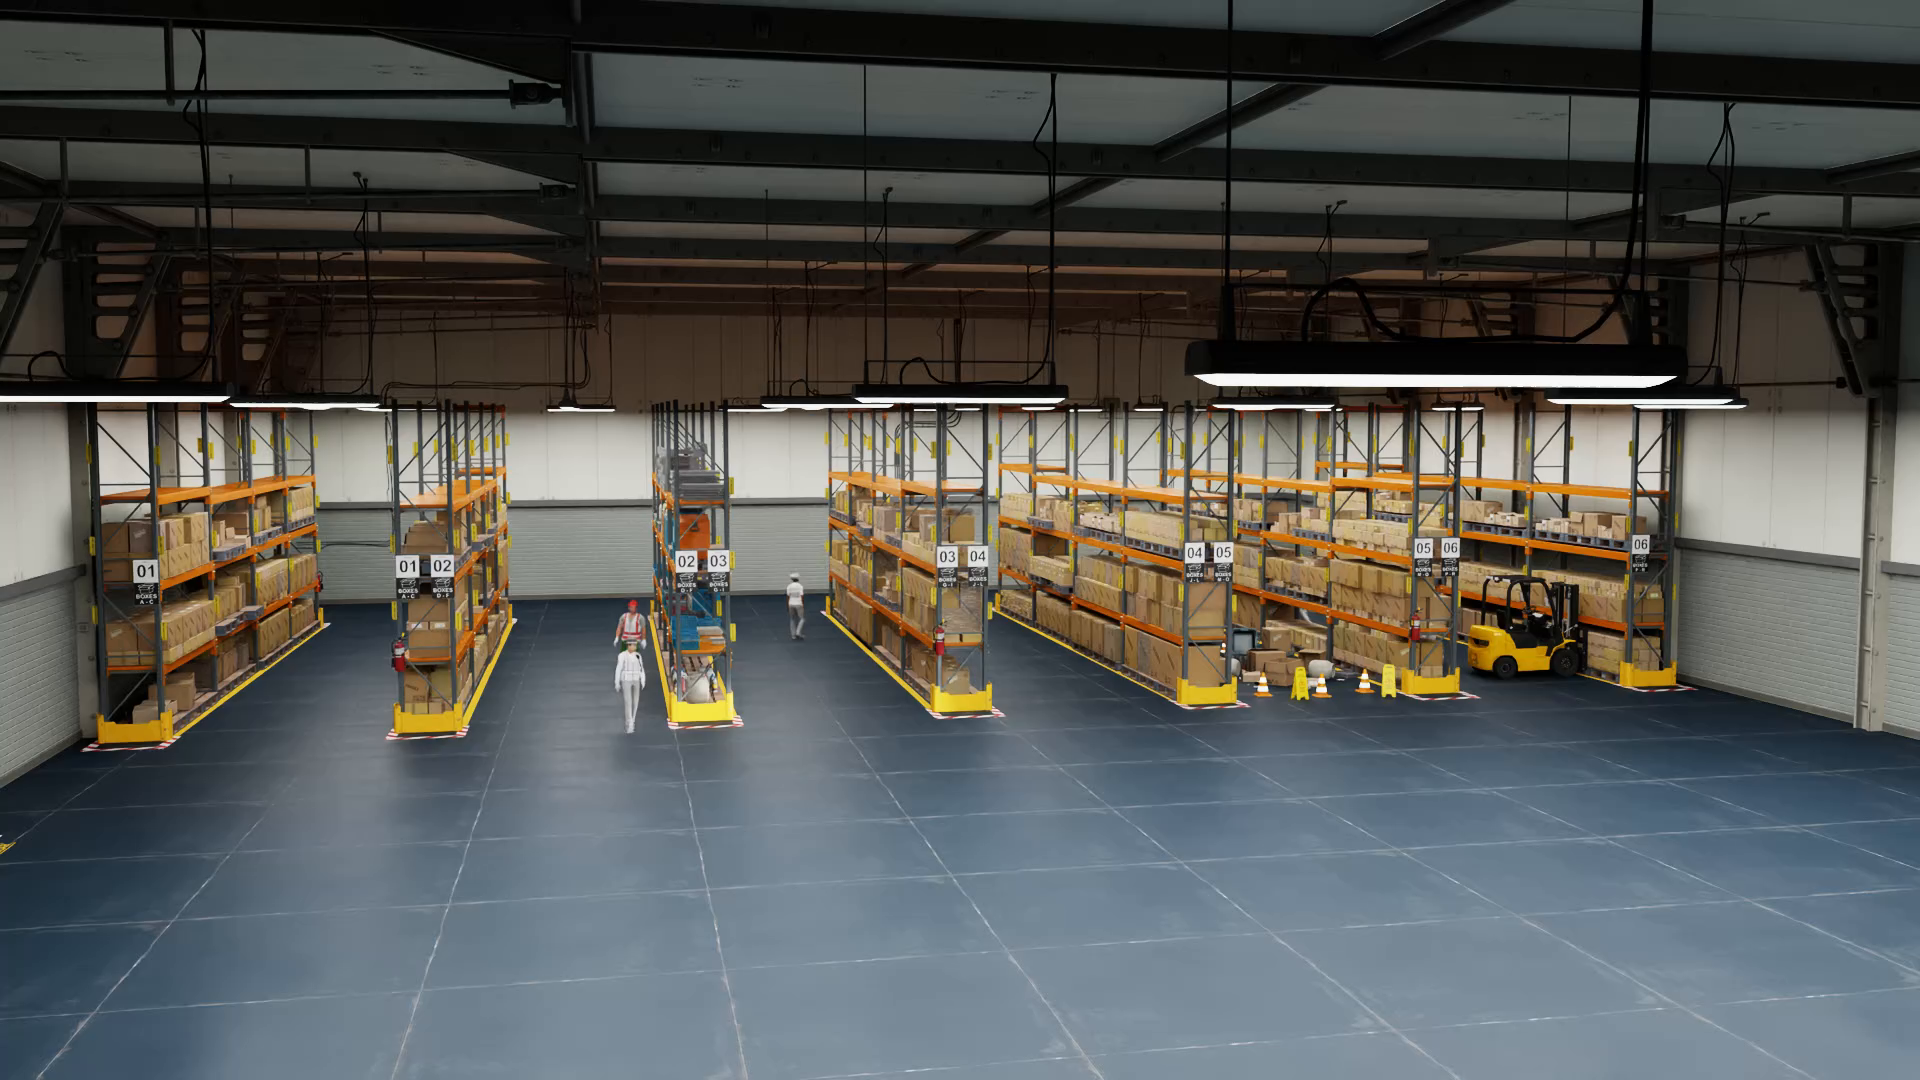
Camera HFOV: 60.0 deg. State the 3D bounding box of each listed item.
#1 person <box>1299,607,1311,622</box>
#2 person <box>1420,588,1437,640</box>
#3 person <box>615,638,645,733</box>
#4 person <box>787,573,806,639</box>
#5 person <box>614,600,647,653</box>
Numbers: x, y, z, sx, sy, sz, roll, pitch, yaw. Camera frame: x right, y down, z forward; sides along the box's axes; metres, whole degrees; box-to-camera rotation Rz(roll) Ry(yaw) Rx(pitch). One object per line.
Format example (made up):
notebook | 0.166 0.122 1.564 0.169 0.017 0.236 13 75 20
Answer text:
person | 9.311 1.535 44.782 0.508 1.646 0.578 -3 5 -36
person | 10.882 1.933 38.519 0.593 1.801 0.382 -3 5 -37
person | -5.943 2.636 30.235 0.521 1.686 0.665 -3 5 -35
person | -4.190 1.694 42.424 0.509 1.678 0.484 1 4 16
person | -7.037 2.177 35.504 0.633 1.788 0.762 0 4 2
